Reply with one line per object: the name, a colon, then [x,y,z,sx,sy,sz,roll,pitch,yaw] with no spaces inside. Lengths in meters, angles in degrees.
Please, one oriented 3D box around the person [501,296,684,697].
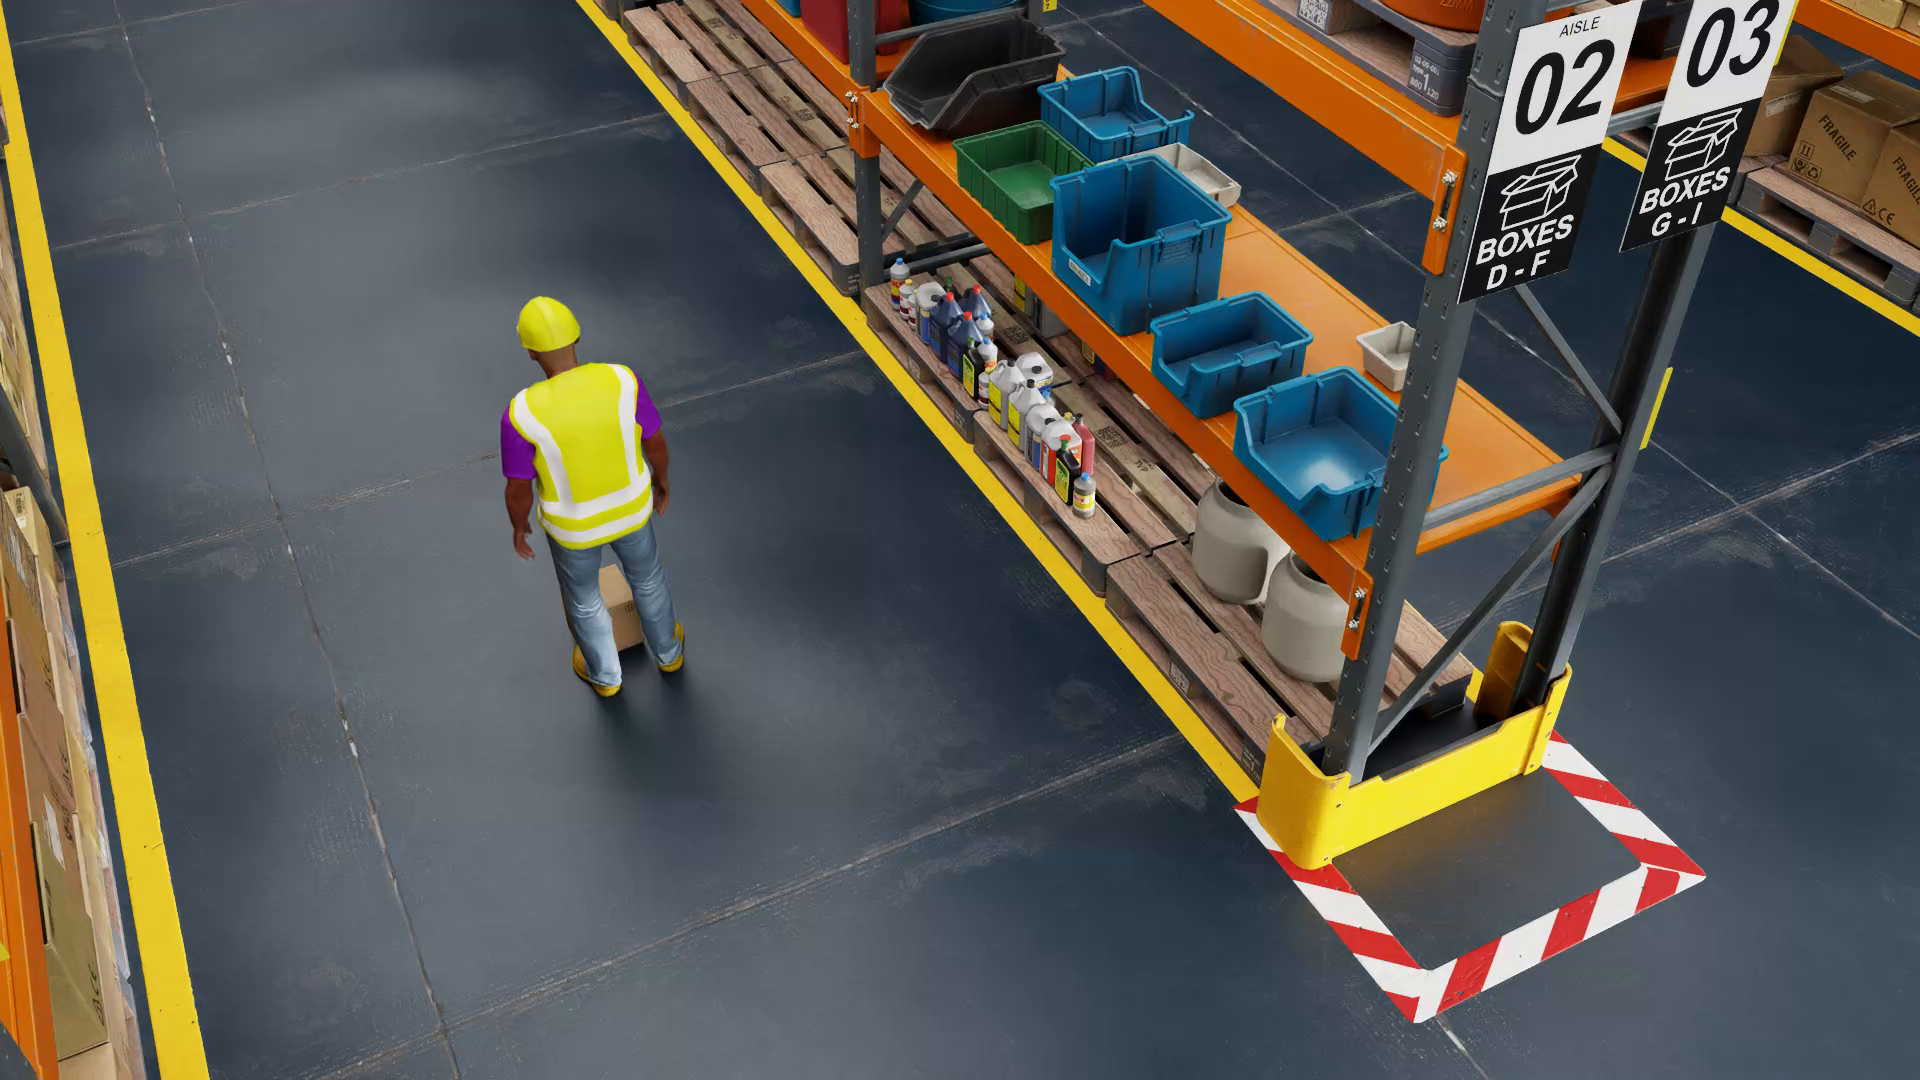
person: [-1.392,-0.133,6.300,0.637,1.757,0.455,-20,45,-22]
